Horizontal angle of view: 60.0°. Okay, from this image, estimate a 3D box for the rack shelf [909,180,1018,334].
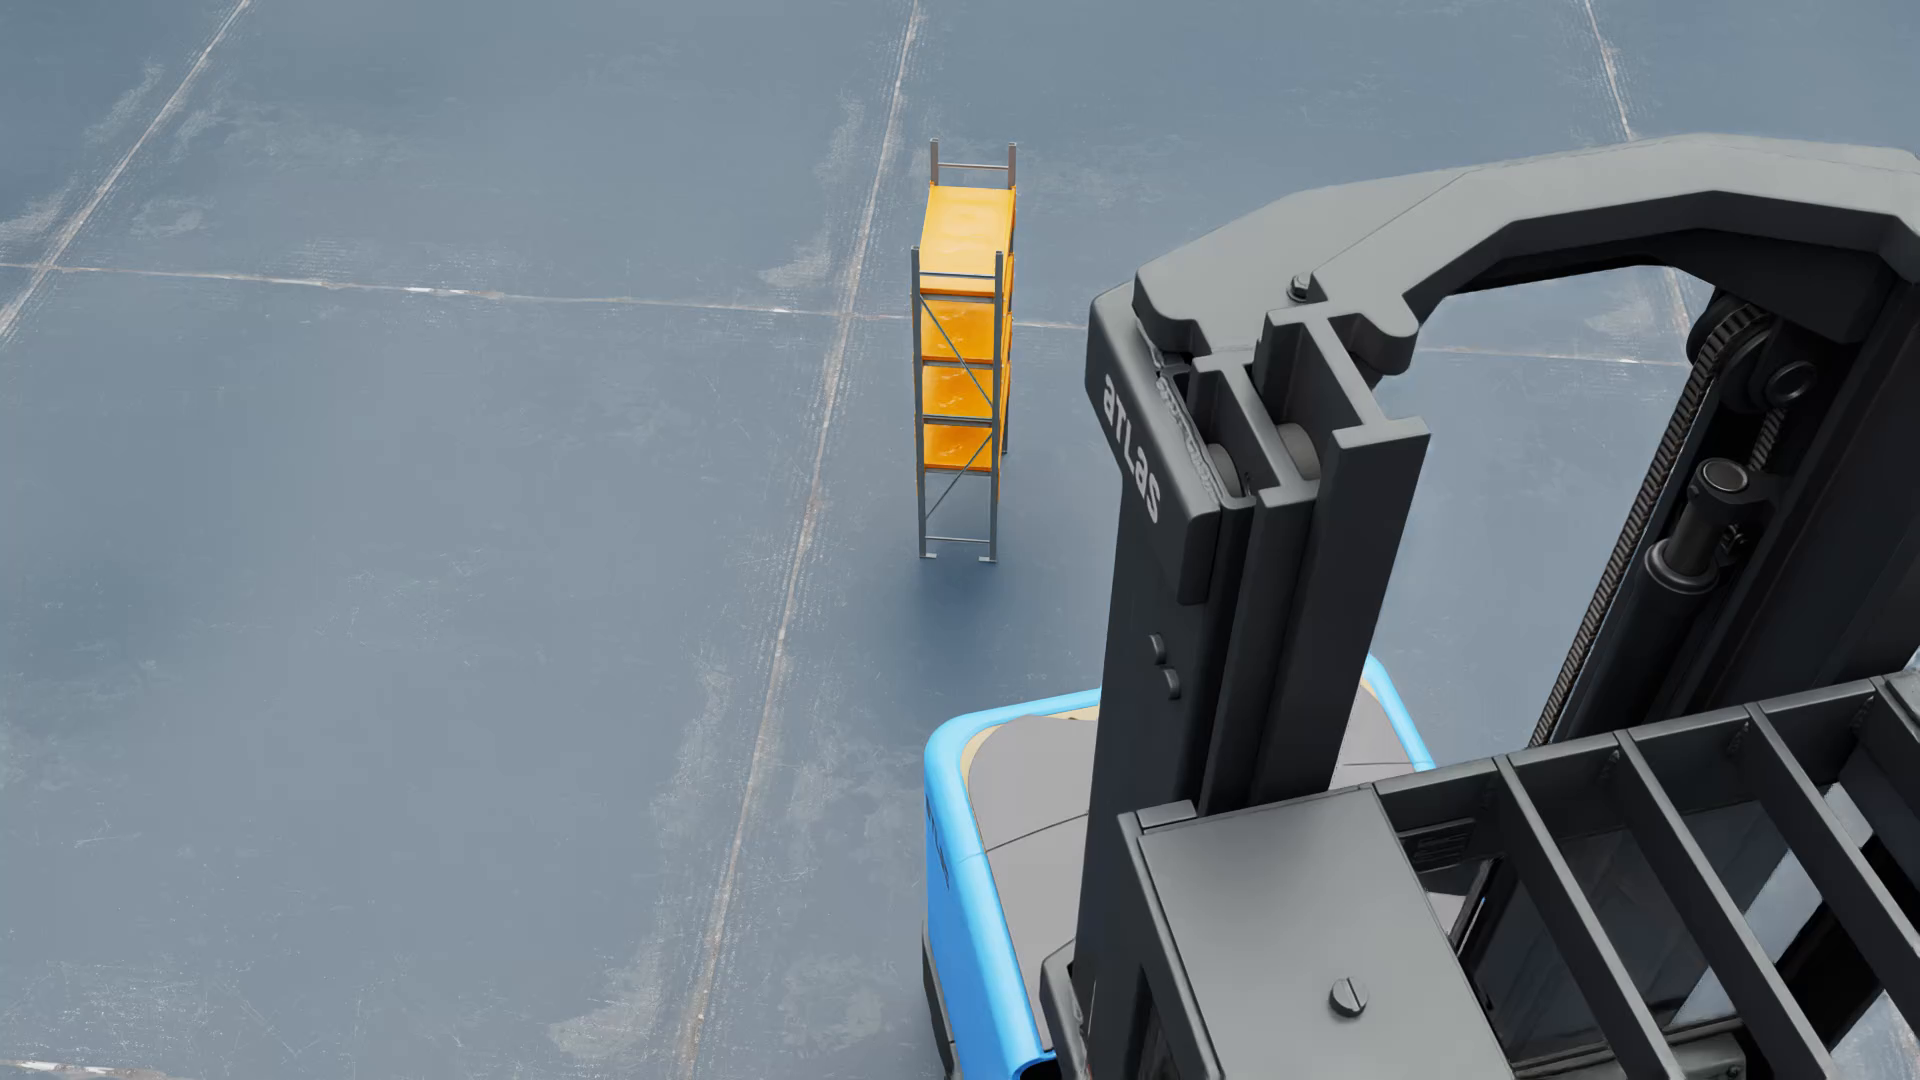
[{"bbox_3d":[0.015,-0.792,4.629,0.258,0.148,0.480,4,48,4],"label":"rack shelf"}]

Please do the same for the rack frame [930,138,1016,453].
[{"bbox_3d":[0.037,-0.706,5.083,0.240,1.200,0.015,4,48,4],"label":"rack frame"}]

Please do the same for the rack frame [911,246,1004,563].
[{"bbox_3d":[-0.007,-0.347,4.755,0.240,1.200,0.015,4,48,4],"label":"rack frame"}]

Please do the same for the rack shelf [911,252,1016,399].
[{"bbox_3d":[0.015,-0.632,4.803,0.258,0.148,0.480,4,48,4],"label":"rack shelf"}]

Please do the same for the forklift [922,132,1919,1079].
[{"bbox_3d":[0.751,1.088,2.268,1.130,2.935,3.031,-10,48,-9],"label":"forklift"}]

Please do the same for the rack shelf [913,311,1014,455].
[{"bbox_3d":[0.015,-0.481,4.968,0.258,0.148,0.480,4,48,4],"label":"rack shelf"}]

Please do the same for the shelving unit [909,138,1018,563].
[{"bbox_3d":[0.015,-0.527,4.919,0.258,1.200,0.503,4,48,4],"label":"shelving unit"}]

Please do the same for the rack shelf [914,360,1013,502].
[{"bbox_3d":[0.015,-0.347,5.115,0.258,0.148,0.480,4,48,4],"label":"rack shelf"}]
